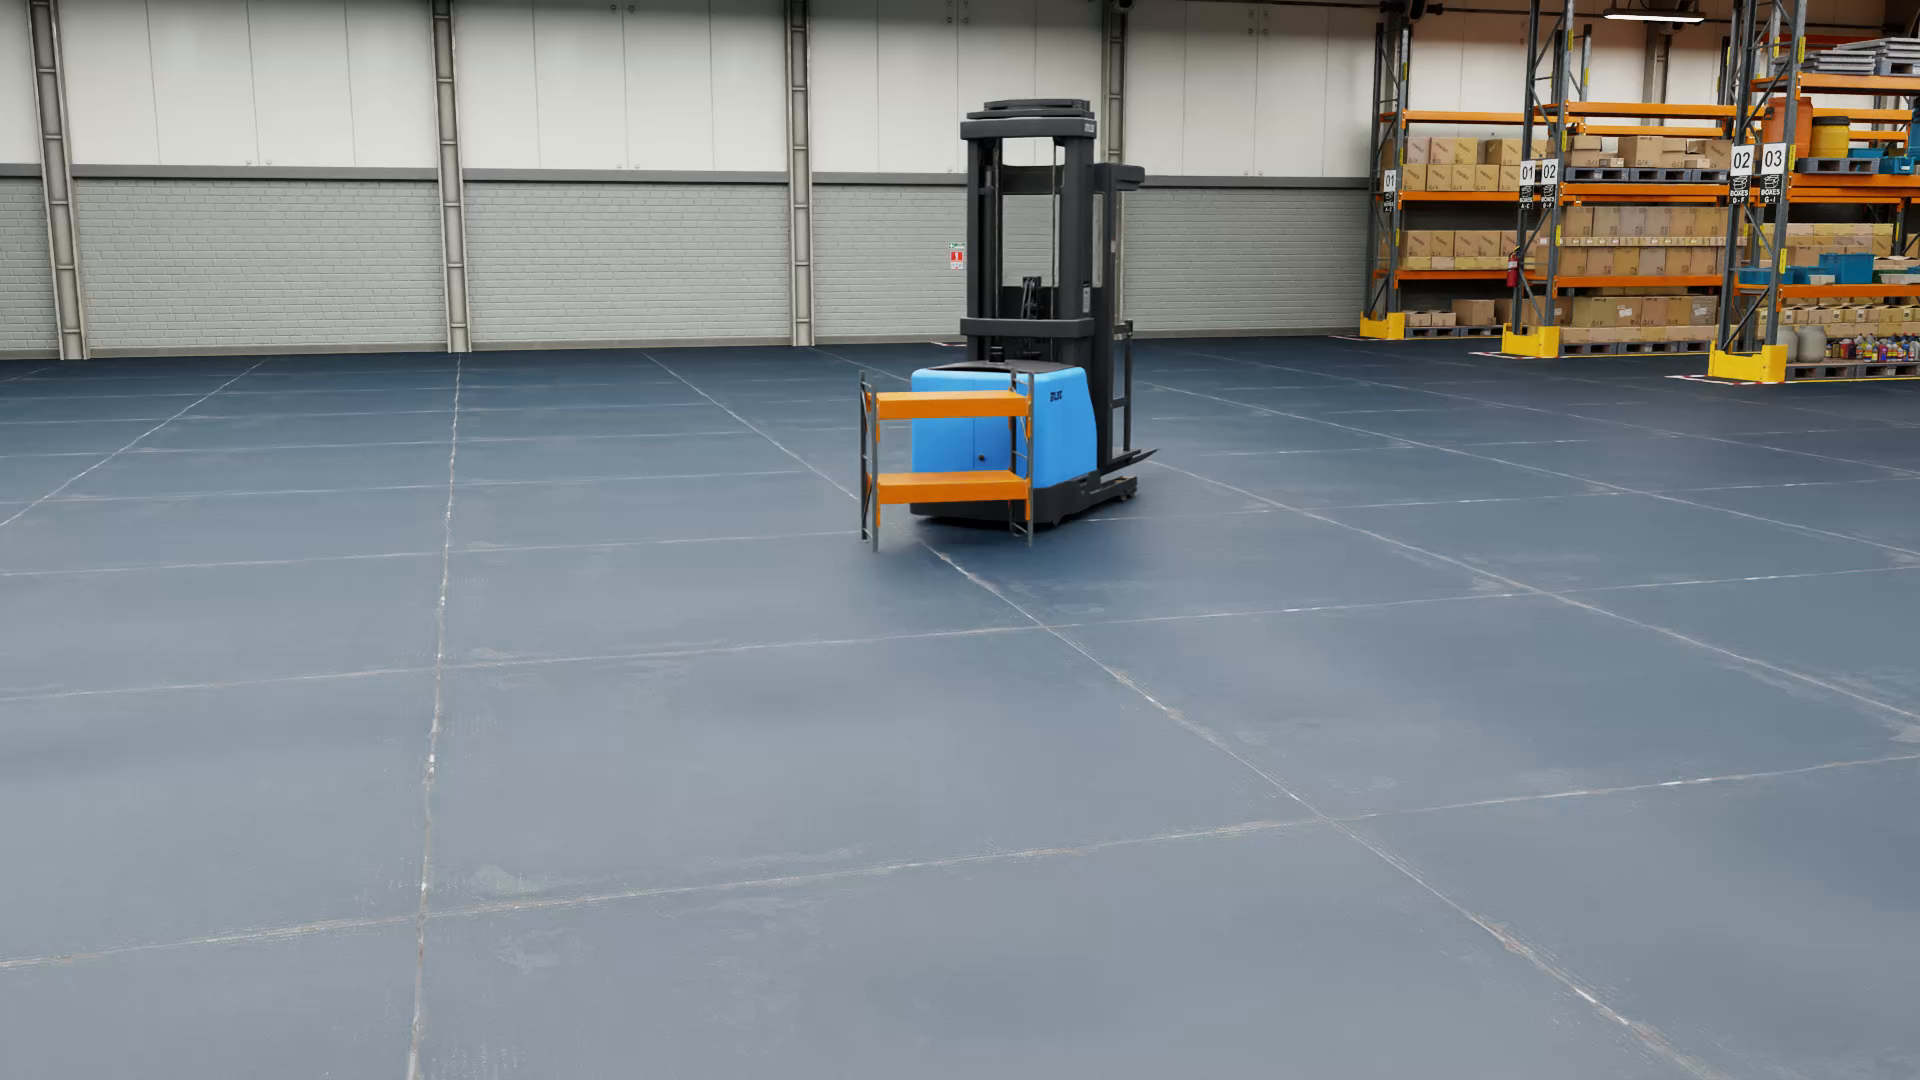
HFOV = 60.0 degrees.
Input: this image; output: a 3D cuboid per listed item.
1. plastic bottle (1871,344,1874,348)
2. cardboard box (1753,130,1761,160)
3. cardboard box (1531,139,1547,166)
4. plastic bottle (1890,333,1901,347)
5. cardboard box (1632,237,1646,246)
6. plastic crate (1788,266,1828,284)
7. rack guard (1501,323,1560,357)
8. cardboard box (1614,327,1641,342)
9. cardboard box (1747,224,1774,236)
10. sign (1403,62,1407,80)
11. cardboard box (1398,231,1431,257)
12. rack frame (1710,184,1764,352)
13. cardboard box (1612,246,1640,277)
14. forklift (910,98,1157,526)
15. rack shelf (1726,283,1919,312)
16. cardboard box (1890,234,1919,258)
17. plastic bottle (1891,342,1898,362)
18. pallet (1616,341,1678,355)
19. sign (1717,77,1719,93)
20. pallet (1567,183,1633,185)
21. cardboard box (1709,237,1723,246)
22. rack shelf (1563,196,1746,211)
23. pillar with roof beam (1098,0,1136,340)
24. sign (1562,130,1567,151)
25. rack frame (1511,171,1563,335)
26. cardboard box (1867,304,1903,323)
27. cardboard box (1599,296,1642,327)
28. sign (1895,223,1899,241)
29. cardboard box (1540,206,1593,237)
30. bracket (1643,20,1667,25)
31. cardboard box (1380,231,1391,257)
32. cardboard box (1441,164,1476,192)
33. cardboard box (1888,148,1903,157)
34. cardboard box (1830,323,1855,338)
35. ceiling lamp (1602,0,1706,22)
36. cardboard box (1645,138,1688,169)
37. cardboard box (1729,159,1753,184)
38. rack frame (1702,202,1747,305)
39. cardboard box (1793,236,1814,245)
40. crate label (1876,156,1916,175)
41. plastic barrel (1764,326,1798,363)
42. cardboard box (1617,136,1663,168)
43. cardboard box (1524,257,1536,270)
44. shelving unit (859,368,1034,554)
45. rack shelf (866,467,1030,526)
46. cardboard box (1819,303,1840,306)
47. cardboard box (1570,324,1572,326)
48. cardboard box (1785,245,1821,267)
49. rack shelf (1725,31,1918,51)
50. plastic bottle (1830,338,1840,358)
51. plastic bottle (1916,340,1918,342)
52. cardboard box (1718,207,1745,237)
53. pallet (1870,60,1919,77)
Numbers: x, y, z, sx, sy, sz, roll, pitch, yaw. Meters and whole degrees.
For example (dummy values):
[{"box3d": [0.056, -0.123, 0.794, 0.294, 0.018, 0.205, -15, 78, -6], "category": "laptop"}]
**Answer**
[{"box3d": [13.239, -2.748, 24.200, 0.097, 0.201, 0.097, 0, 10, 0], "category": "plastic bottle"}, {"box3d": [14.045, -6.798, 28.585, 0.500, 0.500, 0.500, -3, 11, -15], "category": "cardboard box"}, {"box3d": [11.122, -7.581, 32.565, 0.500, 0.500, 0.500, -2, 11, -13], "category": "cardboard box"}, {"box3d": [13.750, -2.871, 24.456, 0.185, 0.351, 0.144, -4, 11, -18], "category": "plastic bottle"}, {"box3d": [11.274, -5.010, 27.910, 0.250, 0.149, 0.380, -3, 11, -17], "category": "cardboard box"}, {"box3d": [12.004, -3.769, 23.645, 0.408, 0.251, 0.499, -3, 11, -16], "category": "plastic crate"}, {"box3d": [9.578, -3.364, 27.937, 0.348, 0.500, 1.175, -3, 11, -16], "category": "rack guard"}, {"box3d": [11.137, -3.488, 28.143, 0.500, 0.250, 0.500, -3, 11, -16], "category": "cardboard box"}, {"box3d": [16.429, -6.414, 34.376, 0.500, 0.250, 0.500, -3, 11, -15], "category": "cardboard box"}, {"box3d": [8.364, -8.810, 31.246, 0.005, 0.325, 0.100, -3, 11, -16], "category": "sign"}, {"box3d": [8.755, -5.732, 32.185, 0.500, 0.500, 0.500, -3, 11, -16], "category": "cardboard box"}, {"box3d": [13.441, -4.797, 28.817, 0.127, 3.000, 1.000, -3, 11, -16], "category": "rack frame"}, {"box3d": [11.034, -4.716, 28.104, 0.500, 0.500, 0.700, -3, 11, -16], "category": "cardboard box"}, {"box3d": [0.721, -1.764, 12.534, 1.130, 2.935, 3.031, 5, 11, 24], "category": "forklift"}, {"box3d": [12.902, -3.480, 23.654, 4.000, 0.370, 1.077, -3, 11, -16], "category": "rack shelf"}, {"box3d": [20.260, -6.235, 35.799, 0.700, 0.700, 0.980, -3, 11, -15], "category": "cardboard box"}, {"box3d": [13.235, -2.667, 23.572, 0.097, 0.271, 0.097, 0, 10, 0], "category": "plastic bottle"}, {"box3d": [11.493, -3.330, 28.551, 1.213, 0.211, 1.003, -3, 11, -16], "category": "pallet"}, {"box3d": [15.735, -9.444, 34.474, 0.005, 0.325, 0.100, -3, 11, -16], "category": "sign"}, {"box3d": [12.676, -7.053, 33.308, 1.003, 0.211, 1.213, -3, 11, -16], "category": "pallet"}, {"box3d": [12.751, -5.088, 28.331, 0.250, 0.149, 0.380, -3, 11, -18], "category": "cardboard box"}, {"box3d": [13.973, -6.880, 33.837, 4.000, 0.370, 1.077, -3, 11, -16], "category": "rack shelf"}, {"box3d": [4.085, -7.539, 27.145, 0.548, 9.000, 9.100, -3, 11, -16], "category": "pillar with roof beam"}, {"box3d": [9.750, -6.441, 26.833, 0.005, 0.325, 0.100, -3, 11, -16], "category": "sign"}, {"box3d": [9.601, -4.594, 27.717, 0.127, 3.000, 1.000, -3, 11, -16], "category": "rack frame"}, {"box3d": [16.351, -4.032, 29.551, 0.500, 0.311, 0.500, -3, 11, -17], "category": "cardboard box"}, {"box3d": [11.134, -3.859, 28.086, 0.500, 0.500, 0.500, -3, 11, -16], "category": "cardboard box"}, {"box3d": [17.121, -5.623, 30.328, 0.005, 0.325, 0.100, -3, 11, -16], "category": "sign"}, {"box3d": [10.103, -5.305, 27.721, 0.500, 0.500, 0.700, -3, 11, -16], "category": "cardboard box"}, {"box3d": [14.105, -10.583, 33.734, 0.430, 0.232, 0.235, -3, 11, -16], "category": "bracket"}, {"box3d": [8.606, -5.821, 32.668, 0.500, 0.500, 0.500, -3, 11, -17], "category": "cardboard box"}, {"box3d": [9.627, -7.011, 32.228, 0.500, 0.500, 0.500, -2, 11, -13], "category": "cardboard box"}, {"box3d": [20.340, -8.164, 35.732, 0.500, 0.500, 0.500, -3, 11, -16], "category": "cardboard box"}, {"box3d": [15.374, -3.706, 29.328, 0.500, 0.250, 0.500, -3, 11, -15], "category": "cardboard box"}, {"box3d": [12.708, -10.984, 29.735, 2.000, 3.185, 0.800, -3, 11, -16], "category": "ceiling lamp"}, {"box3d": [11.825, -6.537, 28.151, 0.637, 0.503, 0.797, -2, 11, -10], "category": "cardboard box"}, {"box3d": [16.335, -7.635, 34.457, 0.500, 0.500, 0.700, -4, 11, -20], "category": "cardboard box"}, {"box3d": [15.894, -5.860, 34.593, 0.127, 3.000, 1.000, -3, 11, -16], "category": "rack frame"}, {"box3d": [17.414, -6.095, 34.717, 0.500, 0.500, 0.500, -3, 11, -16], "category": "cardboard box"}, {"box3d": [12.871, -5.172, 22.983, 0.408, 0.251, 0.502, -3, 11, -16], "category": "crate label"}, {"box3d": [11.592, -2.763, 23.479, 0.421, 0.512, 0.421, 0, 10, 0], "category": "plastic barrel"}, {"box3d": [11.272, -6.430, 27.584, 0.500, 0.500, 0.500, -3, 11, -16], "category": "cardboard box"}, {"box3d": [11.202, -5.493, 32.959, 0.500, 0.250, 0.500, -3, 11, -16], "category": "cardboard box"}, {"box3d": [-0.091, -0.530, 10.818, 1.048, 1.125, 0.538, -2, 11, -12], "category": "shelving unit"}, {"box3d": [-0.091, -0.289, 10.862, 1.000, 0.278, 0.538, -2, 11, -12], "category": "rack shelf"}, {"box3d": [15.705, -4.100, 29.919, 0.500, 0.311, 0.500, -3, 11, -17], "category": "cardboard box"}, {"box3d": [10.510, -3.554, 28.503, 0.500, 0.250, 0.500, -3, 11, -16], "category": "cardboard box"}, {"box3d": [14.689, -4.908, 29.148, 0.500, 0.500, 0.500, -2, 11, -12], "category": "cardboard box"}, {"box3d": [17.814, -10.192, 34.364, 4.000, 0.370, 1.077, -3, 11, -16], "category": "rack shelf"}, {"box3d": [12.730, -2.792, 24.213, 0.133, 0.283, 0.061, -3, 11, -15], "category": "plastic bottle"}, {"box3d": [13.737, -2.724, 23.843, 0.133, 0.283, 0.061, -3, 11, -16], "category": "plastic bottle"}, {"box3d": [13.017, -5.460, 28.562, 0.500, 0.500, 0.700, -3, 11, -16], "category": "cardboard box"}, {"box3d": [12.865, -6.487, 23.057, 1.213, 0.211, 1.003, -3, 11, -16], "category": "pallet"}]
